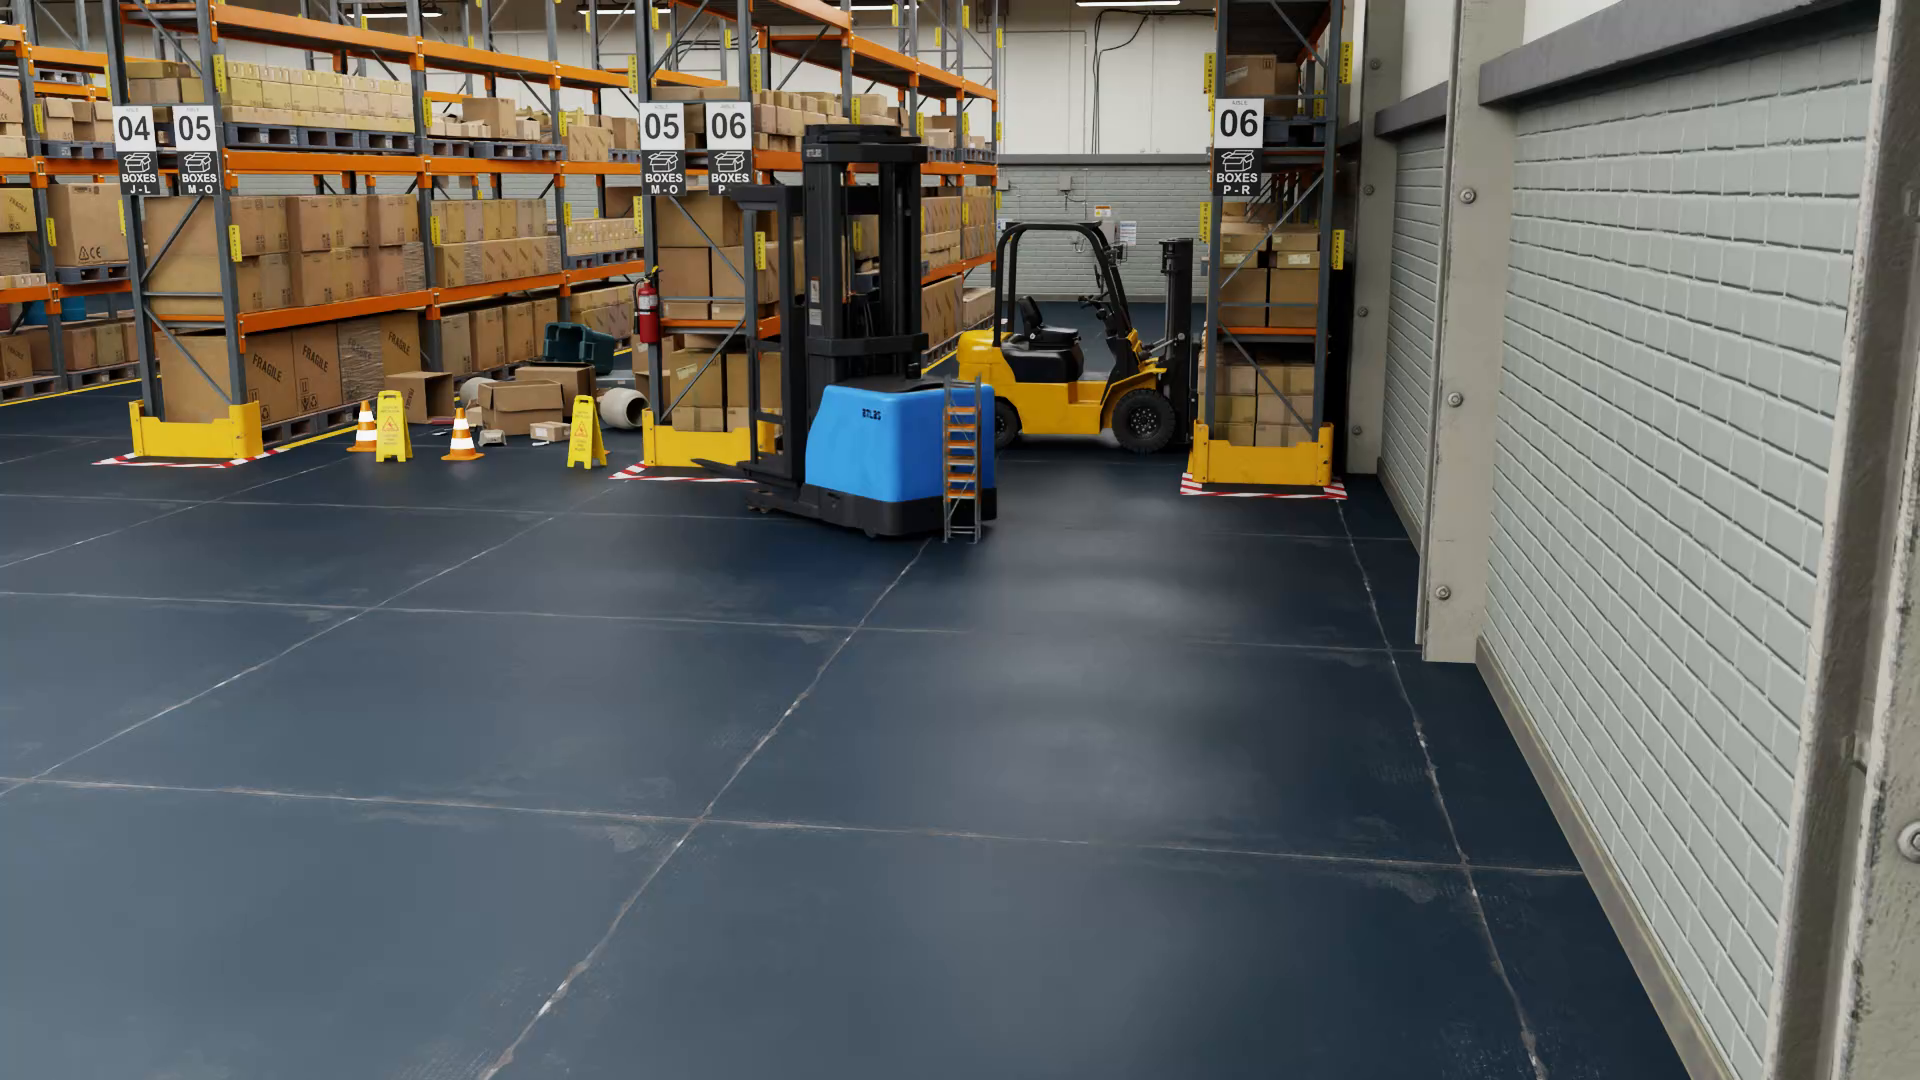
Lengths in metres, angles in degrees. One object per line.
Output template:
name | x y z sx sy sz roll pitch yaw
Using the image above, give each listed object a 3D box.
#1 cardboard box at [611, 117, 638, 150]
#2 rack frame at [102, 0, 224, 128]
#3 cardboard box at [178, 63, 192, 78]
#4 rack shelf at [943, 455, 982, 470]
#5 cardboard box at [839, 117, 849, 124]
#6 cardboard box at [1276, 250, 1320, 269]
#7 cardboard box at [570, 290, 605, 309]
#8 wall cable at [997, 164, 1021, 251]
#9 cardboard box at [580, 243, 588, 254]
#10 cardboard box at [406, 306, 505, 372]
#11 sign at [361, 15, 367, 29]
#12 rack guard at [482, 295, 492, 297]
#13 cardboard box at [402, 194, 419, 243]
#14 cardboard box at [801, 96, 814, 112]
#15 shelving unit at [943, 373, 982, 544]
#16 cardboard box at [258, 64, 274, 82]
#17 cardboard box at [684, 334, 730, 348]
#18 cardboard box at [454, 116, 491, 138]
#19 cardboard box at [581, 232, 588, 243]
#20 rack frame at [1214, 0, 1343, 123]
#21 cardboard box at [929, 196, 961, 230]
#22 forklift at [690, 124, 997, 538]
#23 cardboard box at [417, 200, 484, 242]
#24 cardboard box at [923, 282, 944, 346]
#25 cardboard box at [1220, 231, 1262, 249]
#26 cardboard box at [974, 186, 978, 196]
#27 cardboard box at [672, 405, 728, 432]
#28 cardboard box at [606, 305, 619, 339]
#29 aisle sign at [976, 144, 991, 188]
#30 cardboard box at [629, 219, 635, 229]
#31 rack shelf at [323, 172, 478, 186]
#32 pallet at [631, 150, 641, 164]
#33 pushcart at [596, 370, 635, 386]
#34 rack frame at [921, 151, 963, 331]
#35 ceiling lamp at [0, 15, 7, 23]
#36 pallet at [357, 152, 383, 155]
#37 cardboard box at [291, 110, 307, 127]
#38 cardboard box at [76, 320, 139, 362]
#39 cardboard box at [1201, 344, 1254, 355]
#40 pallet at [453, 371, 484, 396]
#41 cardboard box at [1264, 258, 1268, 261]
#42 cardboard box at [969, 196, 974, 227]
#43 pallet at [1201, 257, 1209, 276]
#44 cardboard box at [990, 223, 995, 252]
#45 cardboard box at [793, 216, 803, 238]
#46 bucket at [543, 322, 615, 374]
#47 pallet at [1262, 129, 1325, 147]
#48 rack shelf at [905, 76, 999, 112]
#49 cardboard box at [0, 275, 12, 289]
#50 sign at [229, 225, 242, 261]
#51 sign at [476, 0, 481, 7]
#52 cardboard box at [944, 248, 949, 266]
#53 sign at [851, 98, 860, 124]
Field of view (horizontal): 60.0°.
cardboard box | -5.528 -6.426 26.338 0.700 0.500 0.500 2 12 9
rack frame | -7.207 -5.216 14.835 1.000 3.000 0.127 2 12 9
cardboard box | -7.450 -4.404 15.657 0.380 0.149 0.250 2 12 9
rack shelf | 0.018 -0.536 11.842 0.258 0.103 0.180 2 12 7
cardboard box | -1.487 -4.414 17.885 0.500 0.250 0.500 2 12 8
cardboard box | 2.914 -2.412 14.288 0.380 0.149 0.250 2 12 7
cardboard box | -5.553 -3.540 24.454 0.500 0.250 0.500 2 12 8
wall cable | 1.005 -7.161 35.615 0.585 1.953 0.123 2 12 9
cardboard box | -5.625 -4.230 24.099 0.380 0.149 0.250 3 12 11
cardboard box | -6.433 -2.554 21.068 1.050 0.750 0.750 2 12 9
sign | -9.708 -8.376 27.093 0.100 0.325 0.005 2 12 9
rack guard | -9.628 -4.579 32.052 1.175 0.500 0.348 2 12 9
cardboard box | -6.682 -3.641 18.850 0.875 0.550 0.550 2 12 9
cardboard box | -1.662 -4.311 16.460 0.380 0.149 0.250 2 12 9
shelving unit | 0.018 -0.579 11.833 0.258 1.200 0.189 2 12 7
cardboard box | -6.762 -4.435 15.803 0.380 0.149 0.250 2 12 8
cardboard box | -2.444 -1.942 16.097 0.380 0.149 0.250 2 12 10
cardboard box | -6.094 -5.153 20.750 0.396 0.266 0.258 2 12 9
cardboard box | -5.626 -4.383 24.103 0.380 0.149 0.250 1 12 7
rack frame | 2.605 -4.916 13.446 1.000 3.000 0.127 2 12 9
cardboard box | -0.275 -5.078 25.827 0.500 0.500 0.500 2 12 10
forklift | -1.061 -1.698 12.916 1.130 2.935 3.031 -10 16 -39
cardboard box | -6.366 -3.969 20.681 0.700 0.500 0.500 2 12 9
cardboard box | -0.740 -3.302 24.244 0.875 0.875 0.875 2 12 9
cardboard box | 2.459 -2.629 14.589 0.380 0.149 0.250 2 12 9
cardboard box | 0.104 -5.870 27.962 0.380 0.149 0.250 2 12 9
cardboard box | -2.438 -1.187 15.911 0.500 0.250 0.500 2 12 8
cardboard box | -5.467 -3.283 25.042 0.500 0.500 0.500 2 12 7
aisle sign | 0.478 -6.750 30.025 0.394 0.787 0.004 2 12 9
cardboard box | -5.312 -4.955 26.052 0.380 0.149 0.250 1 12 7
rack shelf | -9.939 -6.494 29.594 1.077 0.370 4.000 2 12 9
pallet | -5.561 -6.031 26.182 1.213 0.211 1.003 2 12 9
pushcart | -3.945 -1.758 19.255 1.648 0.377 0.936 -2 12 -11
rack frame | -0.454 -4.642 26.412 1.000 3.000 0.127 2 12 9
ceiling lamp | -21.406 -12.540 34.966 2.000 3.185 0.800 2 12 9
pallet | -10.110 -6.556 28.384 1.003 0.211 1.213 2 12 9
cardboard box | -6.682 -4.152 16.382 0.380 0.149 0.250 2 12 9
cardboard box | -11.183 -2.633 21.980 0.700 0.500 0.500 1 12 4
cardboard box | 2.594 -1.757 16.181 0.500 0.250 0.500 2 12 8
pallet | -6.547 -1.916 20.382 1.003 0.211 1.213 2 12 9
cardboard box | 3.174 -2.446 15.984 0.500 0.500 0.500 2 12 10
cardboard box | -0.058 -5.376 27.207 0.500 0.500 0.500 2 12 8
pallet | 3.871 -3.699 22.491 1.213 0.211 1.003 2 12 9
cardboard box | 0.348 -5.414 29.759 0.500 0.500 0.500 2 12 9
cardboard box | -2.067 -3.469 17.655 0.700 0.500 0.500 2 12 9
bucket | -4.334 -2.156 19.038 0.726 0.611 0.620 7 4 28
pallet | 2.925 -3.808 15.632 1.003 0.211 1.213 2 12 9
rack shelf | -0.147 -7.444 27.830 1.077 0.370 4.000 2 12 9
cardboard box | -11.365 -3.019 19.477 0.380 0.149 0.250 2 12 9
sign | -6.659 -2.726 15.279 0.100 0.325 0.005 2 12 9
sign | -6.514 -7.392 22.528 0.100 0.325 0.005 2 12 9
cardboard box | -0.450 -4.257 24.980 0.500 0.250 0.500 2 12 7
sign | -1.147 -4.680 18.240 0.100 0.325 0.005 2 12 9
